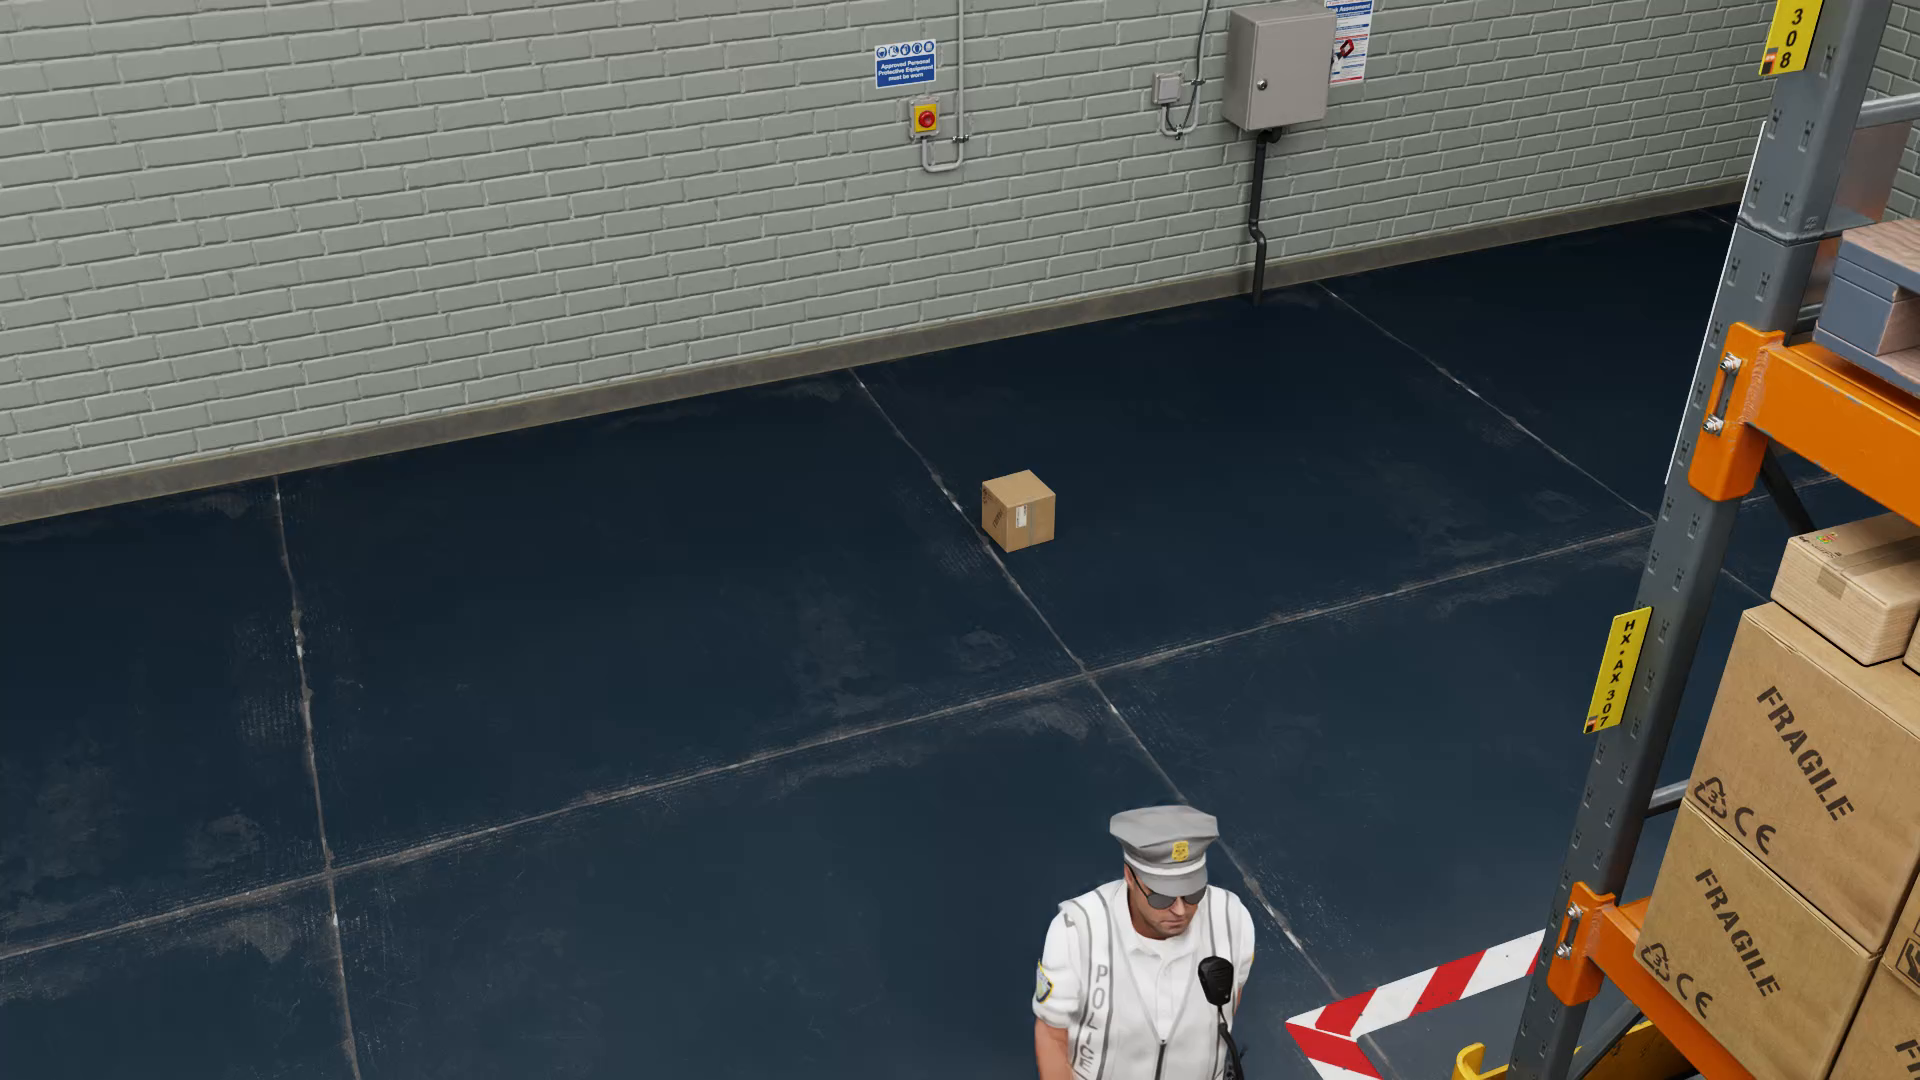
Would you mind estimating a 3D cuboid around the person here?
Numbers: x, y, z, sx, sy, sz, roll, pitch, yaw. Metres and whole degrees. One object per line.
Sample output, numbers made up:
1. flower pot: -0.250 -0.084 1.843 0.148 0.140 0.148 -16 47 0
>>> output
1. person: 0.435 1.332 4.083 0.530 1.719 1.049 -1 33 -2
